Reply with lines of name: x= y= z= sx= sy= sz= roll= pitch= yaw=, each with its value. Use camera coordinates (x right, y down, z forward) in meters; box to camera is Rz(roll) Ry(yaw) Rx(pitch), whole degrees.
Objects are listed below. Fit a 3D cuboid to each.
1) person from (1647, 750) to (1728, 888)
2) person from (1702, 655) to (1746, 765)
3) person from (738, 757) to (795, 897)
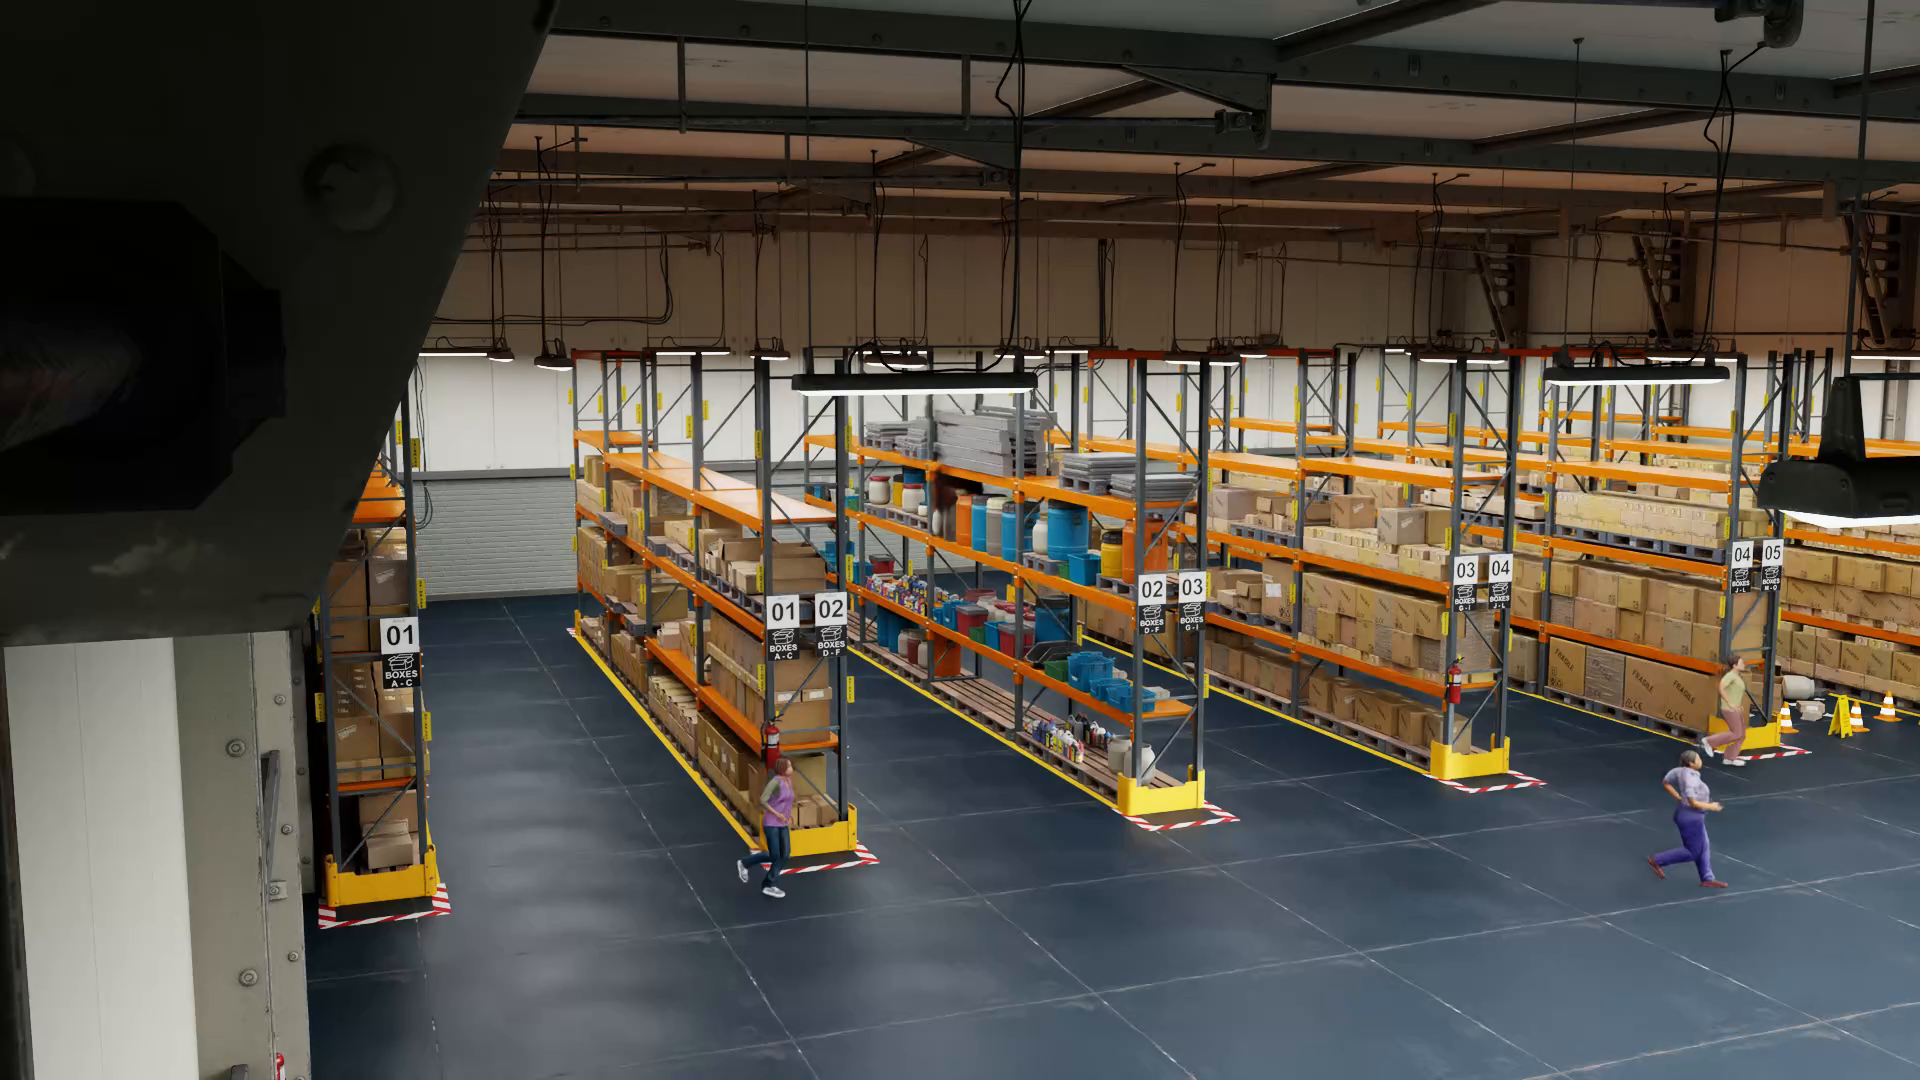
person: x=8.326 y=3.179 z=18.961 sx=0.913 sy=1.614 sz=0.619 roll=1 pitch=7 yaw=7
person: x=11.321 y=2.490 z=24.533 sx=0.590 sy=1.624 sz=0.631 roll=5 pitch=9 yaw=35
person: x=-2.160 y=3.234 z=19.004 sx=0.627 sy=1.518 sz=0.592 roll=3 pitch=8 yaw=25
